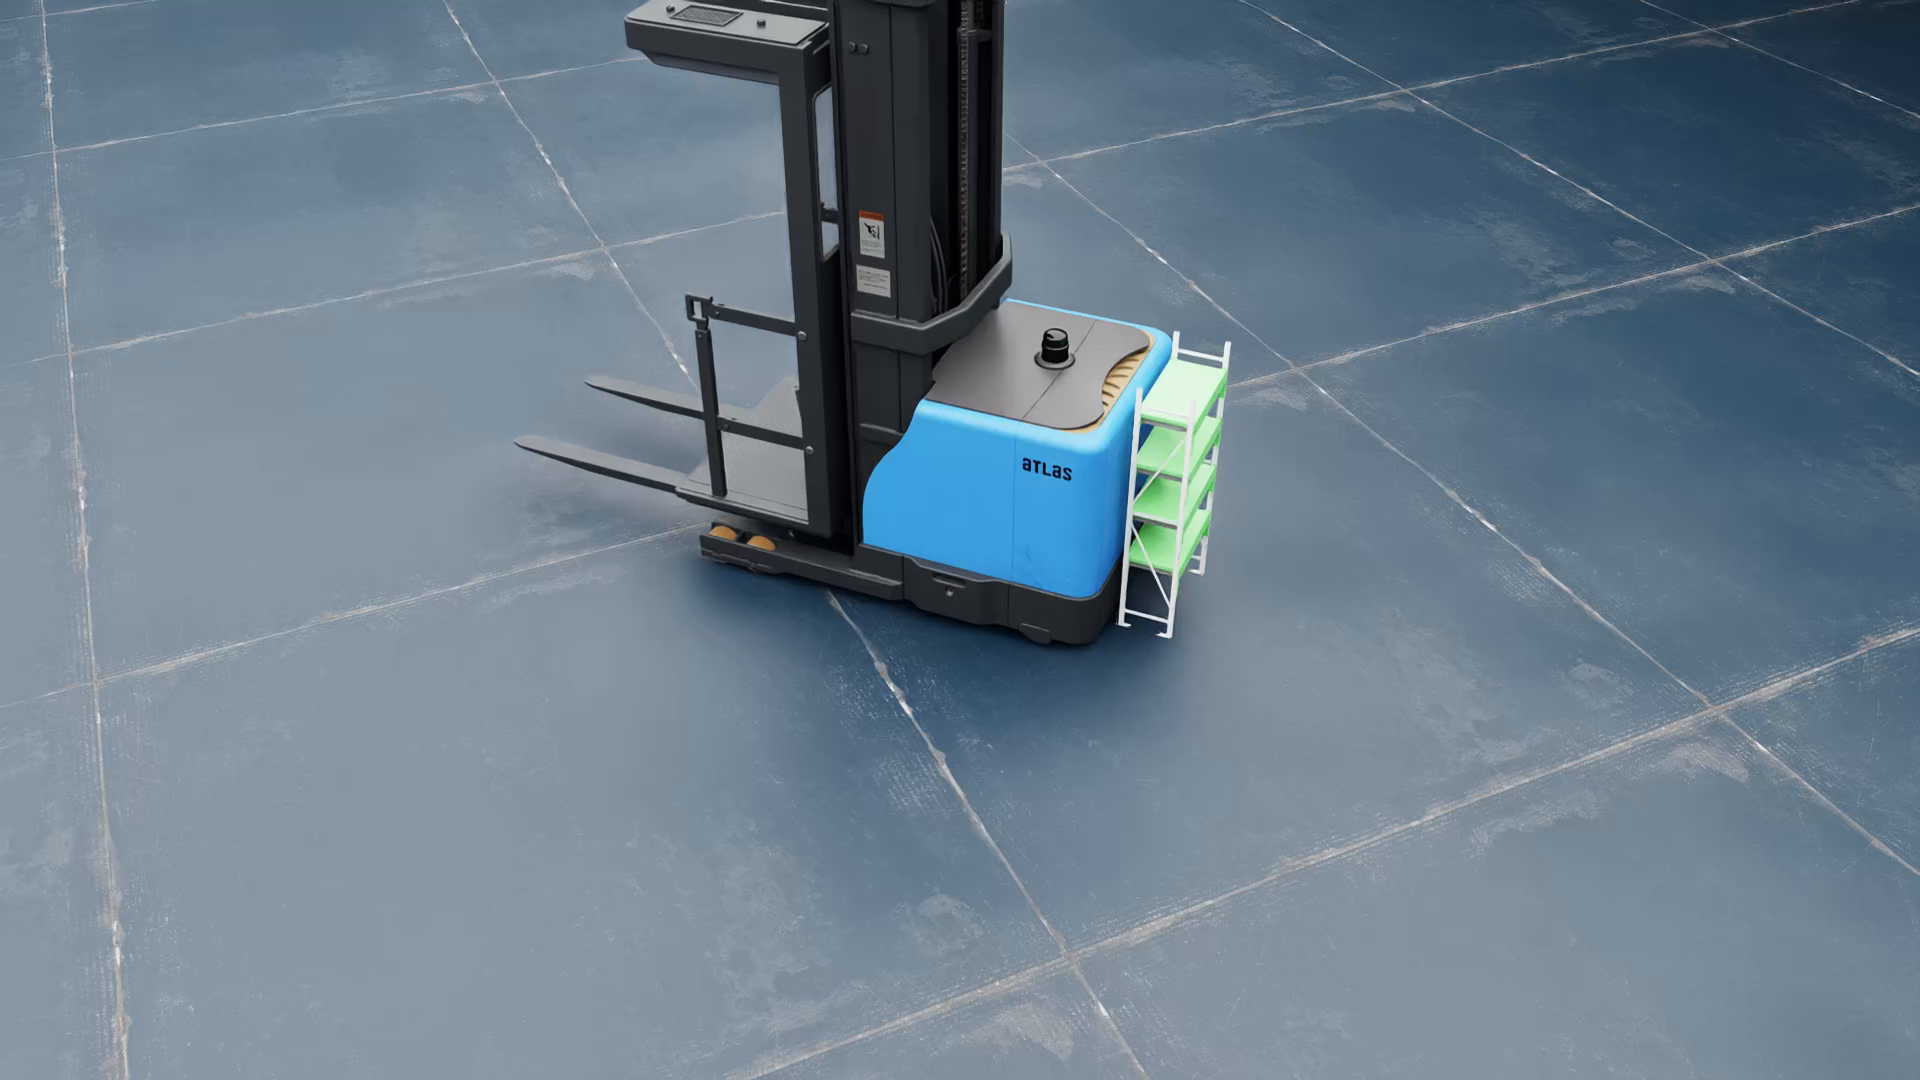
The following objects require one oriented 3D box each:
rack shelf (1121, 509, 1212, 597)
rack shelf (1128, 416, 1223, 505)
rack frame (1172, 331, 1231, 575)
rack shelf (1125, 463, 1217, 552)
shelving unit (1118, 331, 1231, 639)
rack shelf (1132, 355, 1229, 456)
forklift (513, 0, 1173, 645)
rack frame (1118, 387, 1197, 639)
[{"bbox_3d":[0.900,0.023,7.221,0.258,0.148,0.480,15,39,18],"label":"rack shelf"},{"bbox_3d":[0.902,-0.362,6.934,0.258,0.148,0.480,15,39,18],"label":"rack shelf"},{"bbox_3d":[0.997,-0.354,7.219,0.240,1.200,0.015,15,39,18],"label":"rack frame"},{"bbox_3d":[0.901,-0.169,7.077,0.258,0.148,0.480,15,39,18],"label":"rack shelf"},{"bbox_3d":[0.901,-0.221,7.039,0.258,1.200,0.503,15,39,18],"label":"shelving unit"},{"bbox_3d":[0.903,-0.554,6.791,0.258,0.148,0.480,15,39,18],"label":"rack shelf"},{"bbox_3d":[-0.633,-1.300,7.042,3.031,2.935,1.130,14,39,18],"label":"forklift"},{"bbox_3d":[0.805,-0.087,6.859,0.240,1.200,0.015,15,39,18],"label":"rack frame"}]
